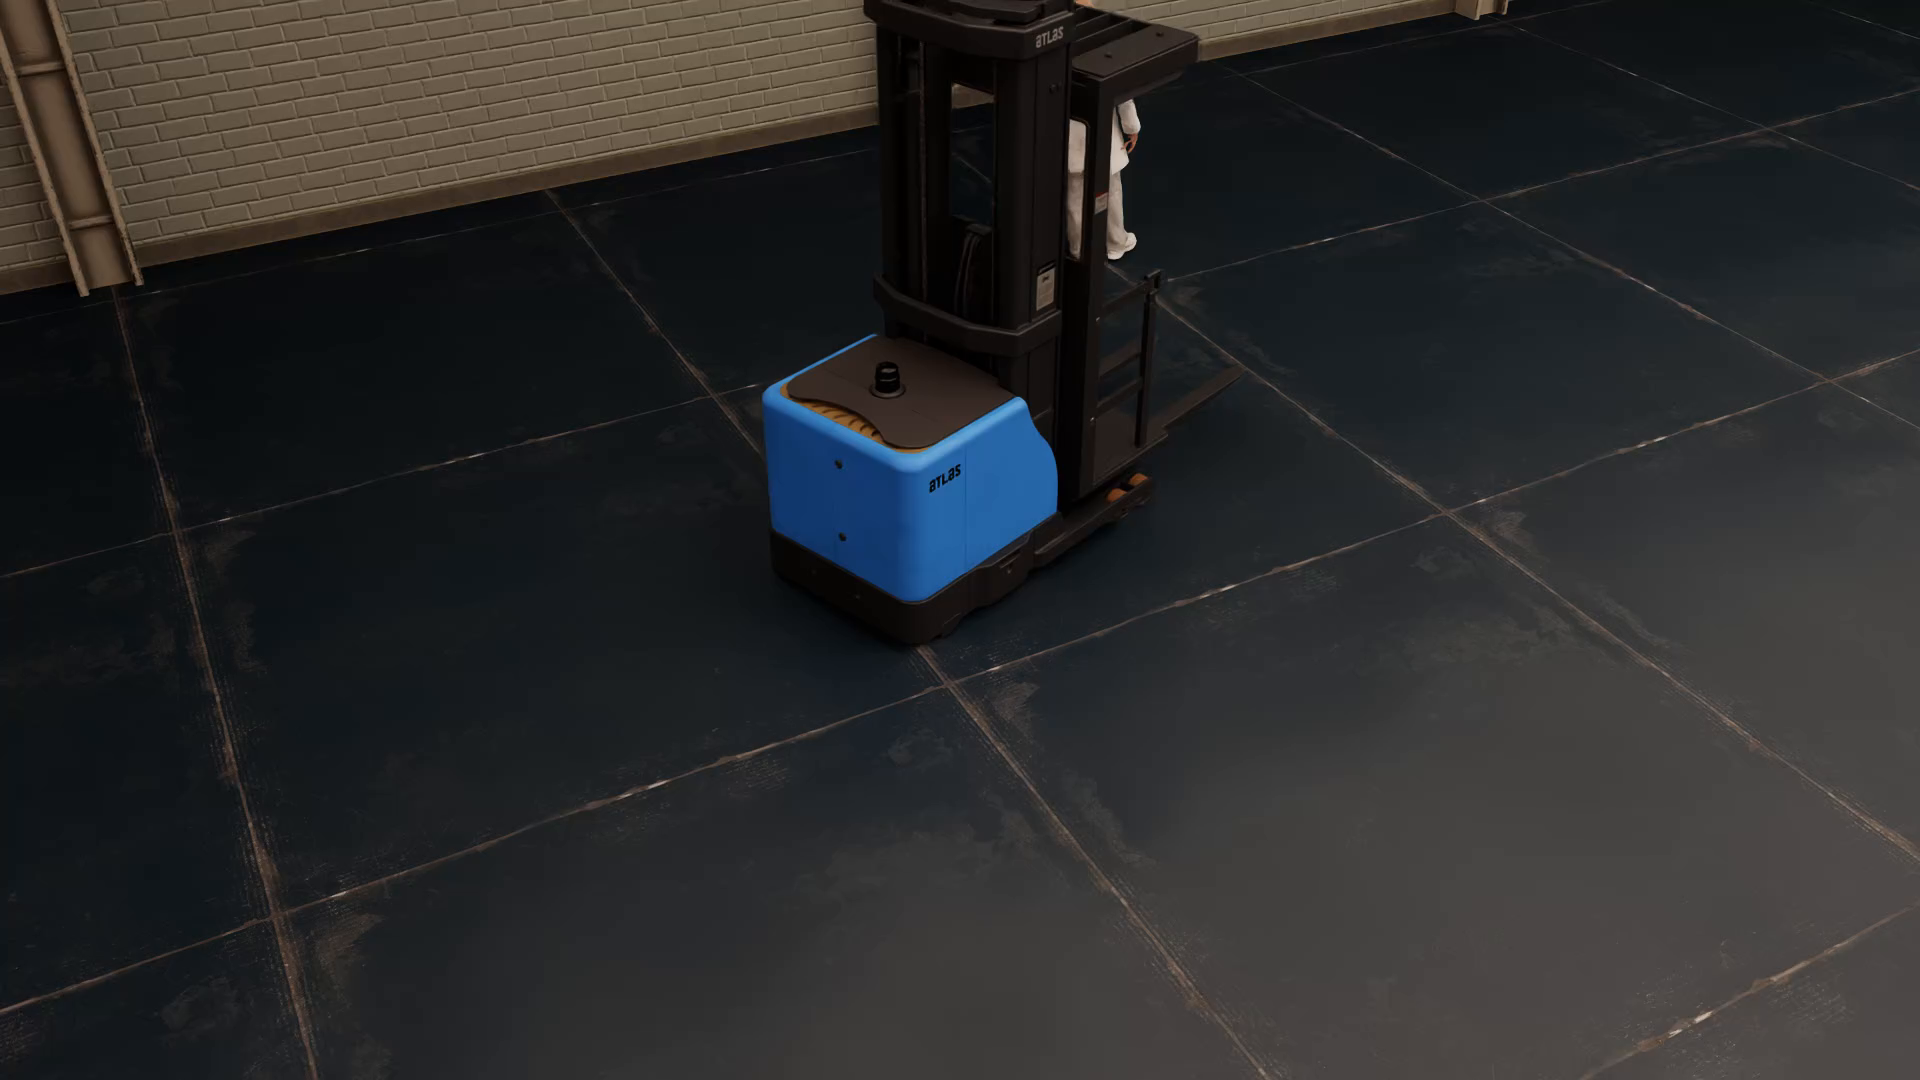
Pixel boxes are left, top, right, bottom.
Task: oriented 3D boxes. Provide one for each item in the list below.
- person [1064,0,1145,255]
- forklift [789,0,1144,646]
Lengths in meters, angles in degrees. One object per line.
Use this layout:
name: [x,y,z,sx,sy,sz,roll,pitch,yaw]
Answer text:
person: [0.929,-2.740,11.014,0.742,1.761,0.675,20,40,26]
forklift: [0.215,-1.542,8.304,1.130,2.935,3.031,13,37,17]
